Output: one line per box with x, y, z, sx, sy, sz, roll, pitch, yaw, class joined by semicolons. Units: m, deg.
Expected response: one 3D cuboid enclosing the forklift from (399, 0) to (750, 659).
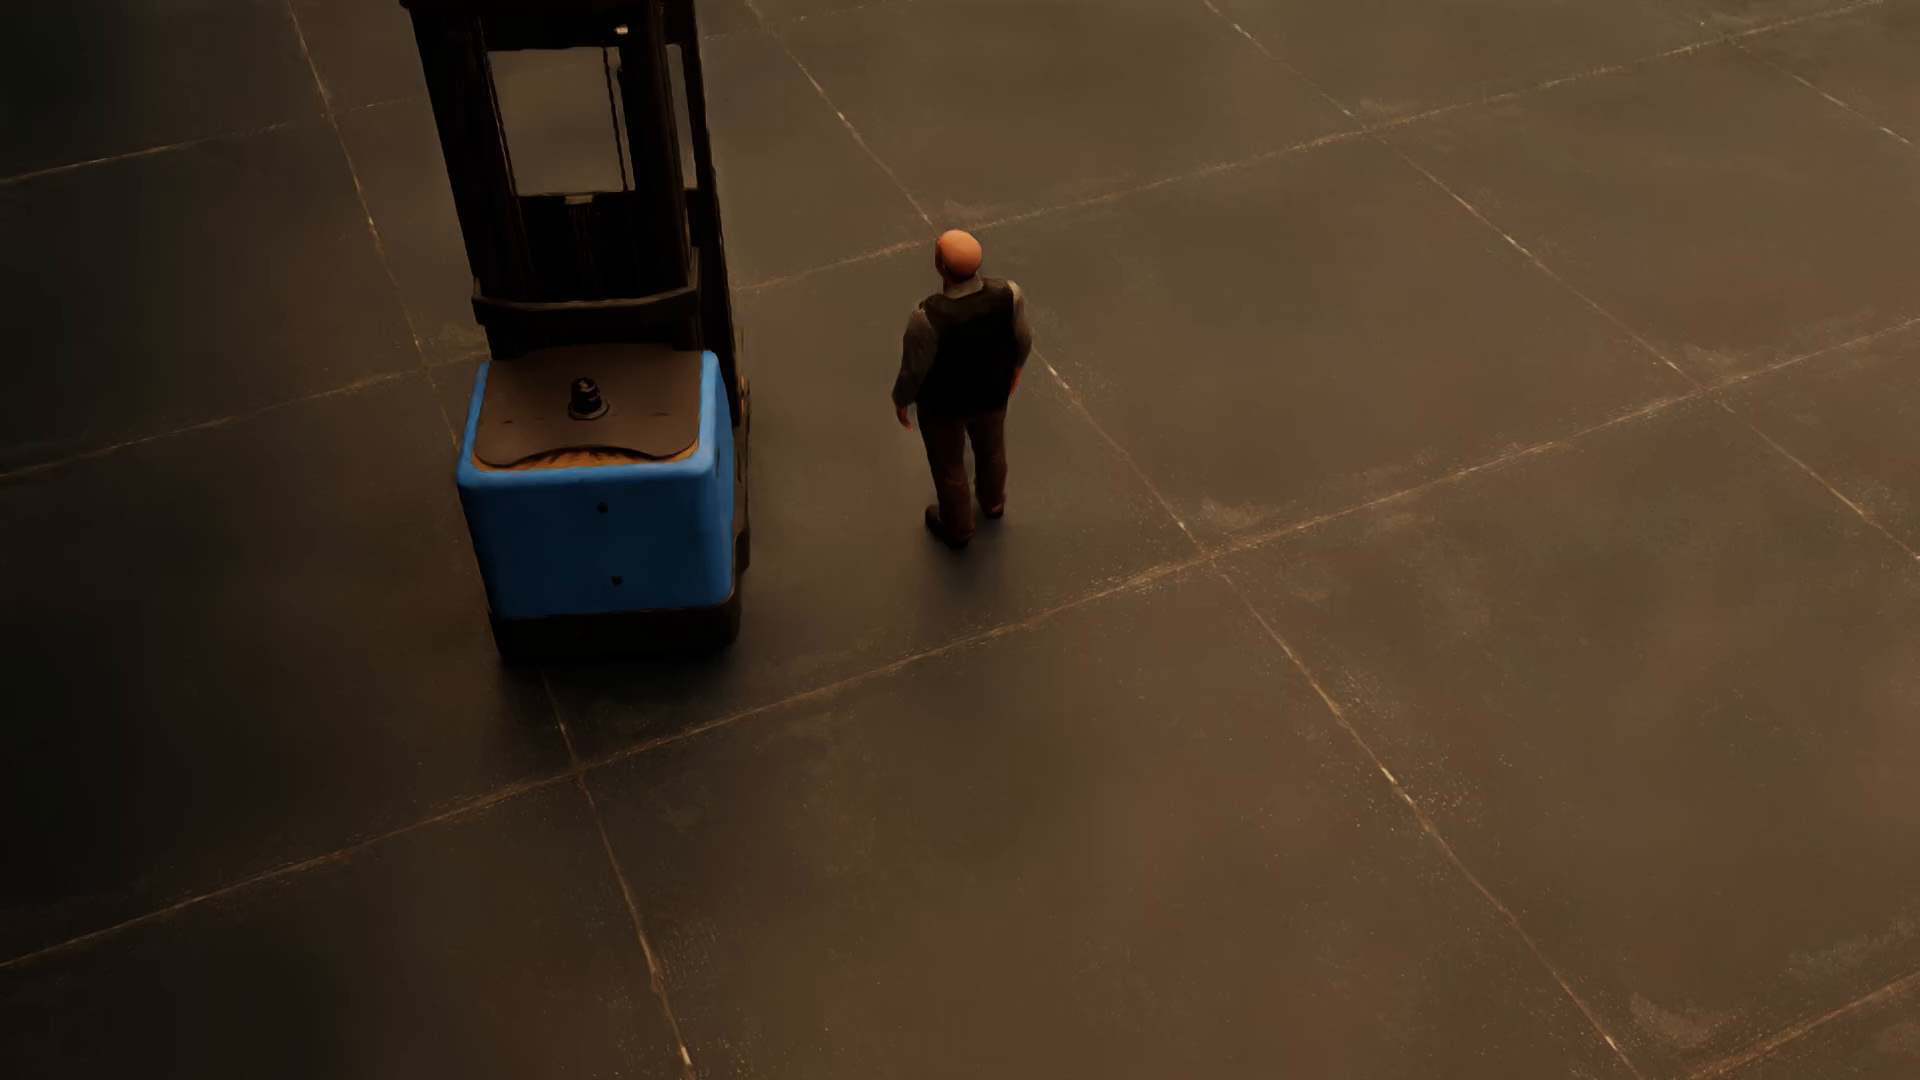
-1.613;-1.561;7.353;1.130;2.935;3.031;-3;43;-4;forklift

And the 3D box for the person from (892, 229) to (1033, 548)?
-0.019;-0.675;7.280;0.632;1.720;0.567;-18;46;-18;person
